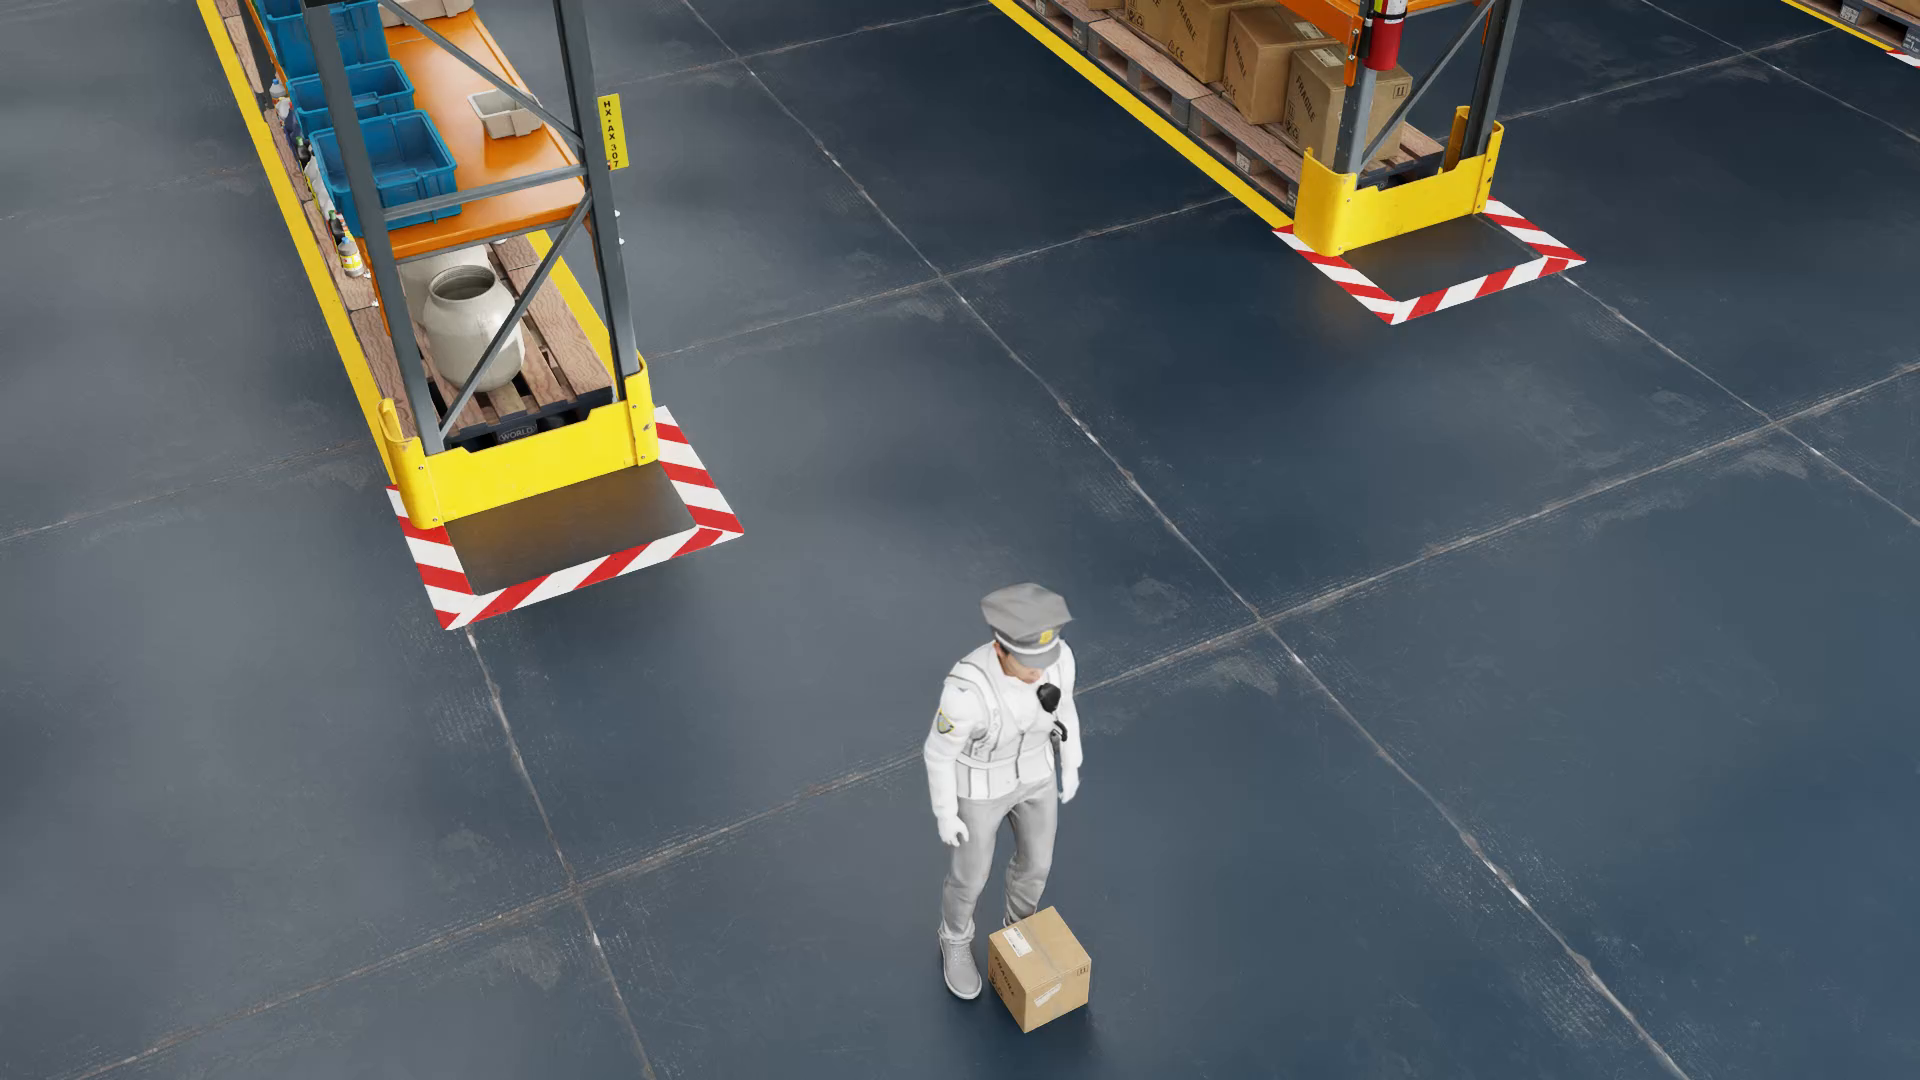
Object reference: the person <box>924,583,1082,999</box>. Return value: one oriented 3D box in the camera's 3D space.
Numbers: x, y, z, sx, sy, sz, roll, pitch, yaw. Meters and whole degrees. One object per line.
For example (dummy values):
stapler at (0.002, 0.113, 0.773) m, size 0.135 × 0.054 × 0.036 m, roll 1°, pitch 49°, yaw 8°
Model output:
person at (0.152, 0.787, 5.266) m, size 0.526 × 1.664 × 0.403 m, roll -19°, pitch 45°, yaw -20°
